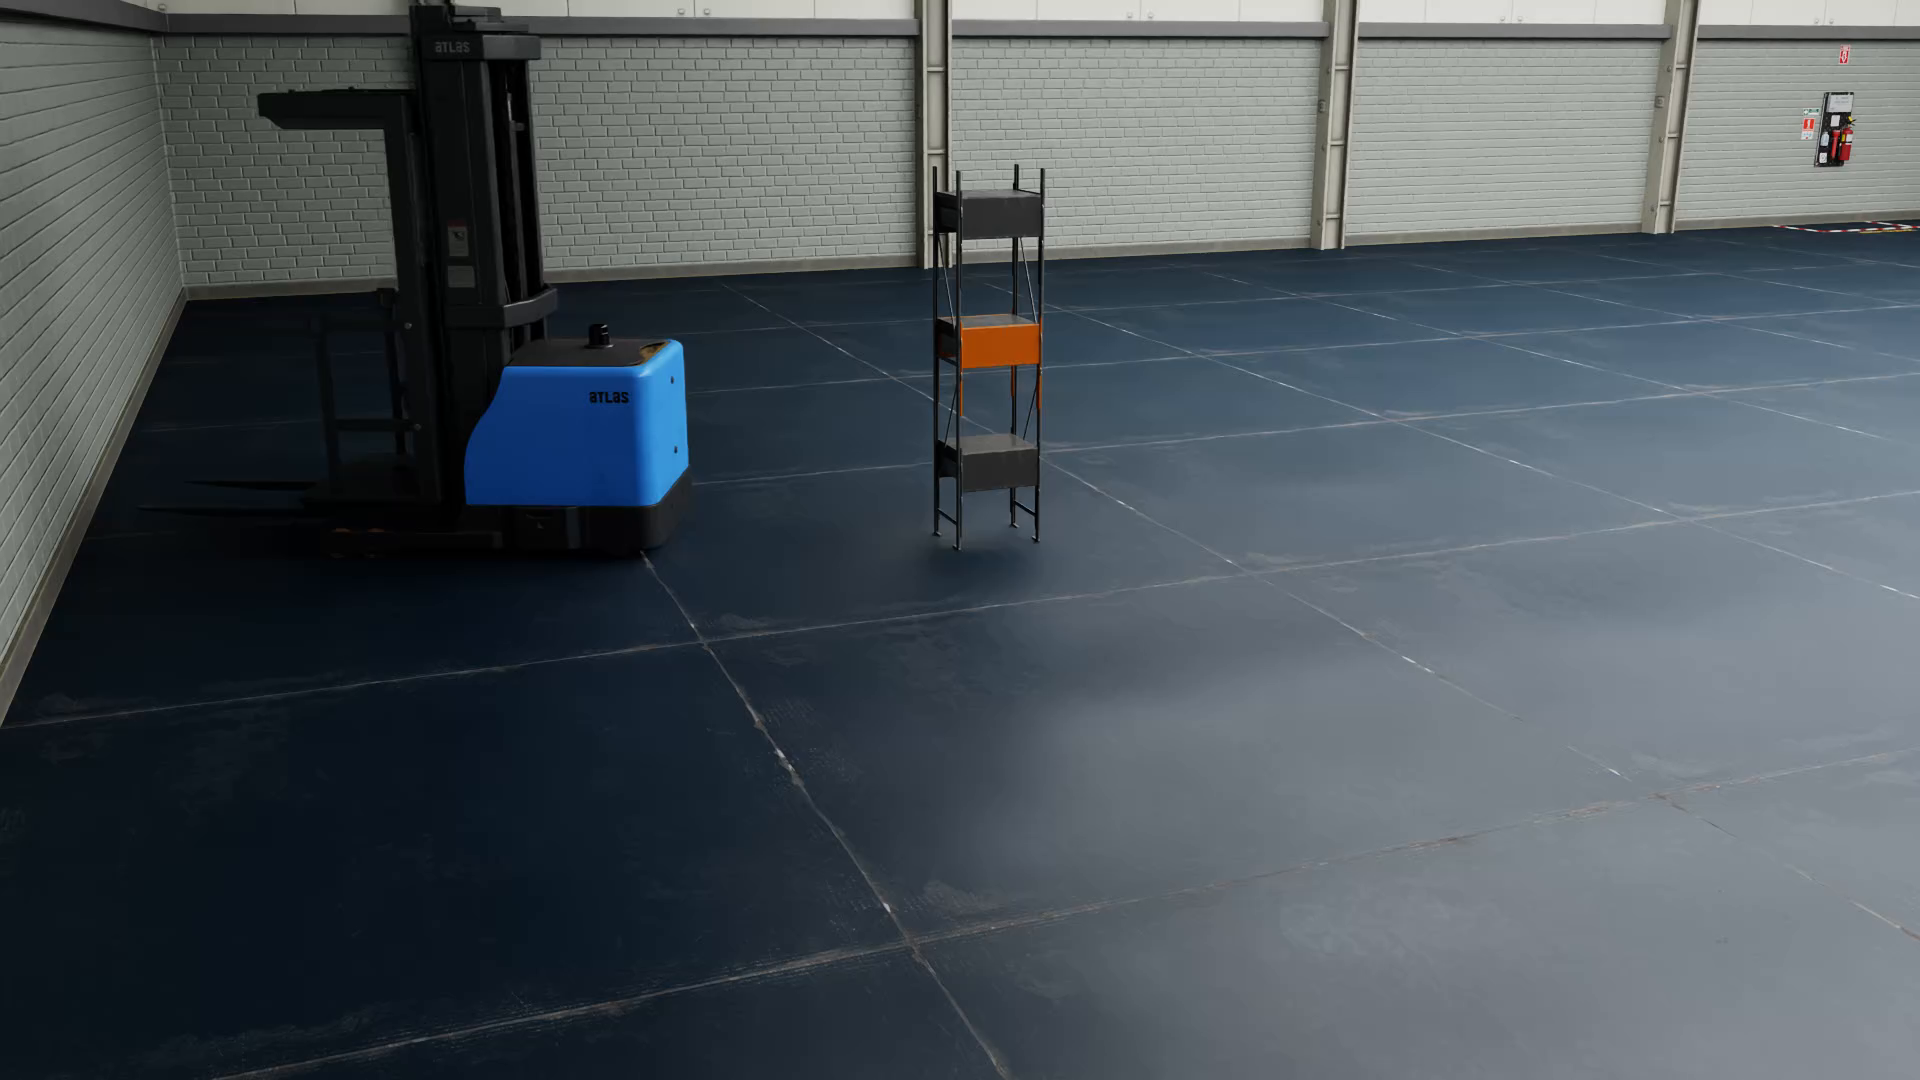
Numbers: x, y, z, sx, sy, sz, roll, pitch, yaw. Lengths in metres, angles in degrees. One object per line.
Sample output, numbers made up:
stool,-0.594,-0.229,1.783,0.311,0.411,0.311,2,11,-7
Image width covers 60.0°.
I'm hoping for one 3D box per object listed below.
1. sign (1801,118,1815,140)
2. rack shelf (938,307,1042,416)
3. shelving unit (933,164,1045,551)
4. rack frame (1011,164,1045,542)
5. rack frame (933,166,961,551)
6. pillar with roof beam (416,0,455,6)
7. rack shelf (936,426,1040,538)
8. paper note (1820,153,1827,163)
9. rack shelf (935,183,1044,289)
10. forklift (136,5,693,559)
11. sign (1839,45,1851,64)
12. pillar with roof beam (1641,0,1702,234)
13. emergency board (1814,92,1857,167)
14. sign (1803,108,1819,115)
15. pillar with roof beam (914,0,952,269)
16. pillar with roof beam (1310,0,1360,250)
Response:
sign,13.596,-6.591,26.655,0.234,0.329,0.001,-6,17,-20
rack shelf,0.155,-1.011,9.363,0.480,0.518,0.431,-6,17,-20
shelving unit,0.155,-1.024,9.359,0.503,2.100,0.431,-6,17,-20
rack frame,0.382,-1.049,9.443,0.015,2.100,0.400,-6,17,-20
rack frame,-0.073,-1.000,9.275,0.015,2.100,0.400,-6,17,-20
pillar with roof beam,-4.400,-6.168,14.630,0.400,9.000,9.100,-6,17,-20
rack shelf,0.155,-0.339,9.560,0.480,0.518,0.431,-6,17,-20
paper note,13.959,-6.180,26.883,0.142,0.148,0.016,-6,17,-20
rack shelf,0.155,-1.683,9.166,0.480,0.518,0.431,-6,17,-20
forklift,-3.152,-1.451,9.338,3.031,2.935,1.130,1,16,2
sign,14.106,-7.740,26.518,0.199,0.298,0.001,-6,17,-20
pillar with roof beam,12.408,-7.982,20.810,0.400,9.000,9.100,-6,17,-20
emergency board,14.149,-6.602,26.758,0.643,1.169,0.194,-6,17,-20
sign,13.604,-6.843,26.574,0.331,0.109,0.001,-6,17,-20
pillar with roof beam,1.203,-6.773,16.690,0.400,9.000,9.100,-6,17,-20
pillar with roof beam,6.806,-7.377,18.750,0.400,9.000,9.100,-6,17,-20
